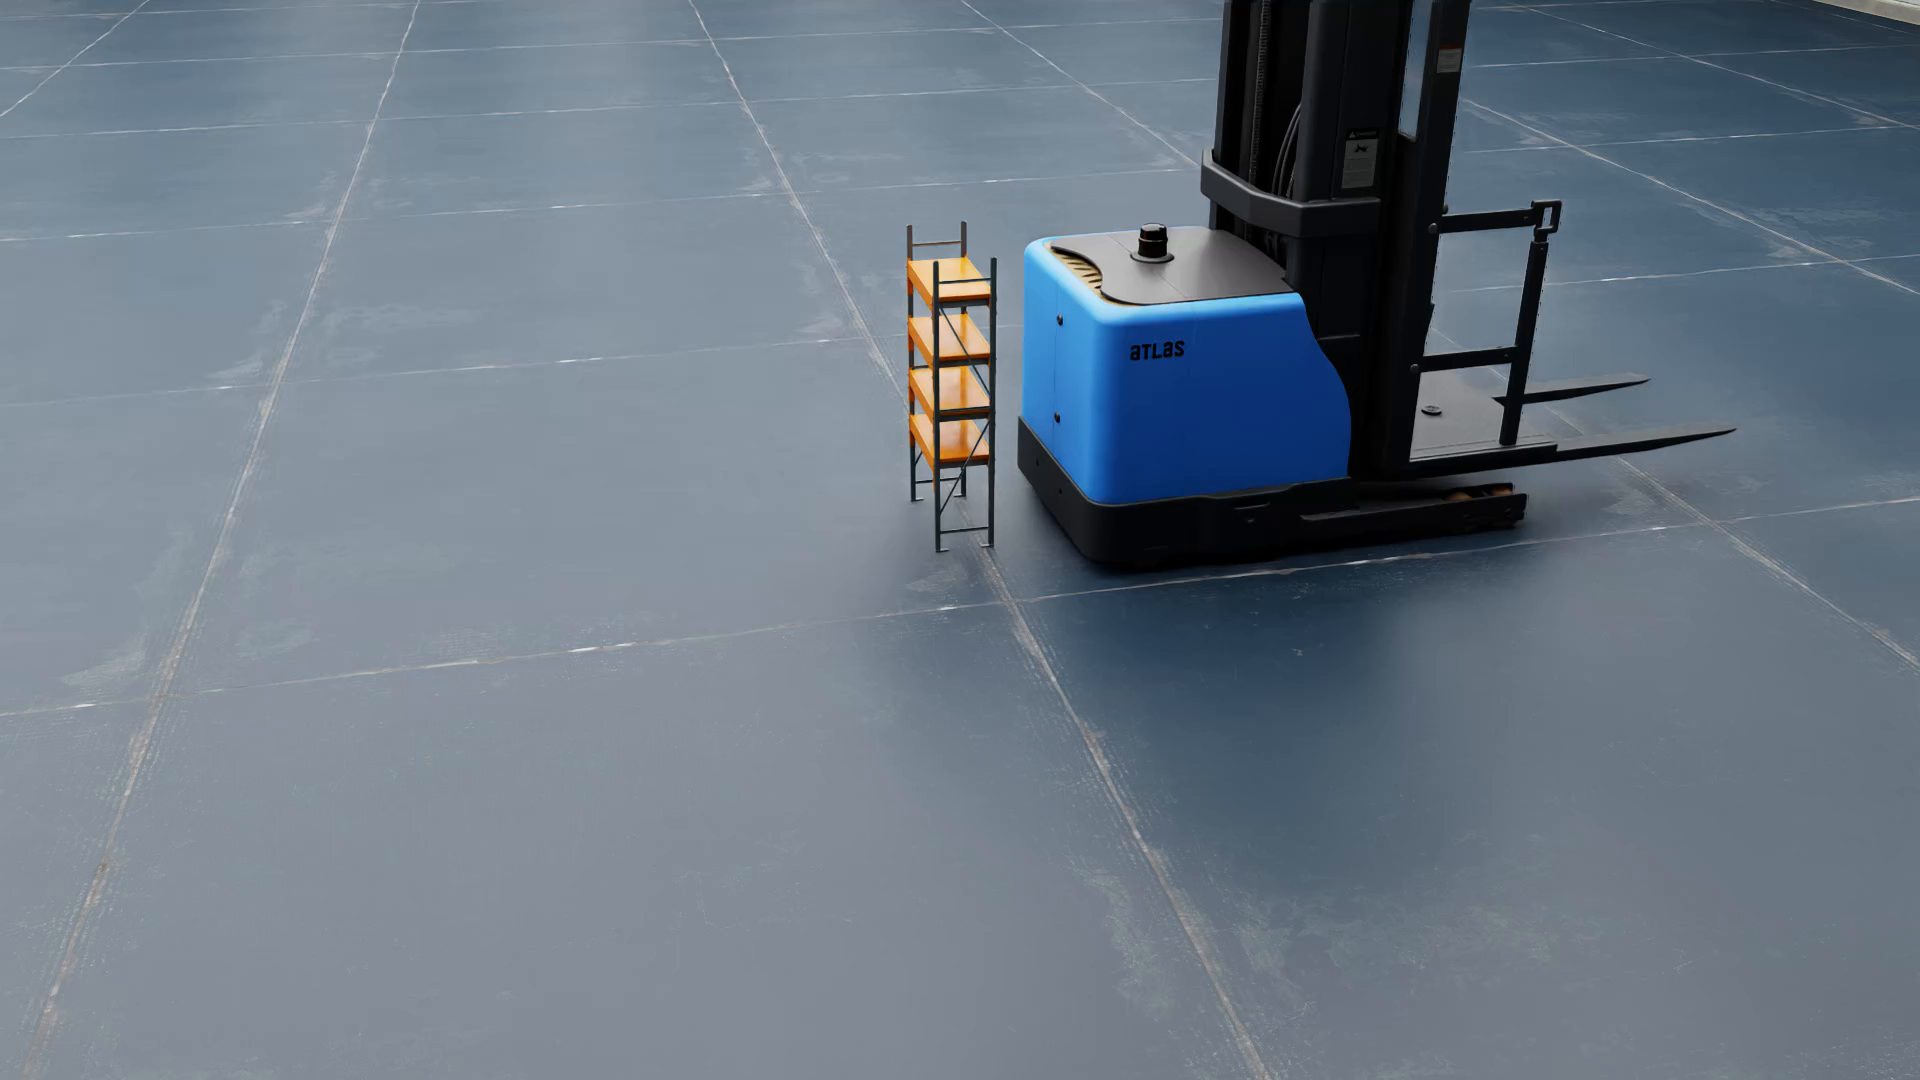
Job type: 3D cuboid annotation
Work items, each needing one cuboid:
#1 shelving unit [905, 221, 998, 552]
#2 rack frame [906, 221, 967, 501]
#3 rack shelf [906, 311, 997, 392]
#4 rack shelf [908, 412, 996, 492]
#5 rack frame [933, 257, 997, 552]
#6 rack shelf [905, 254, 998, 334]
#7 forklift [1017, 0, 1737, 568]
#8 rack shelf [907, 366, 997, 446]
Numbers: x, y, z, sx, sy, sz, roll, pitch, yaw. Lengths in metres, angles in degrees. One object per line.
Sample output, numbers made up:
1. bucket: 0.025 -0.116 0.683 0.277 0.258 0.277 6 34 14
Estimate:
1. shelving unit: -0.037 -0.608 6.624 0.258 1.200 0.503 -6 27 -12
2. rack frame: -0.092 -0.715 6.836 0.240 1.200 0.015 -6 27 -12
3. rack shelf: -0.037 -0.748 6.553 0.258 0.148 0.480 -6 27 -12
4. rack shelf: -0.037 -0.371 6.743 0.258 0.148 0.480 -6 27 -12
5. rack frame: 0.018 -0.501 6.411 0.240 1.200 0.015 -6 27 -12
6. rack shelf: -0.037 -0.959 6.447 0.258 0.148 0.480 -6 27 -12
7. forklift: 1.825 -1.556 6.580 3.031 2.935 1.130 -7 28 -14
8. rack shelf: -0.037 -0.548 6.654 0.258 0.148 0.480 -6 27 -12
